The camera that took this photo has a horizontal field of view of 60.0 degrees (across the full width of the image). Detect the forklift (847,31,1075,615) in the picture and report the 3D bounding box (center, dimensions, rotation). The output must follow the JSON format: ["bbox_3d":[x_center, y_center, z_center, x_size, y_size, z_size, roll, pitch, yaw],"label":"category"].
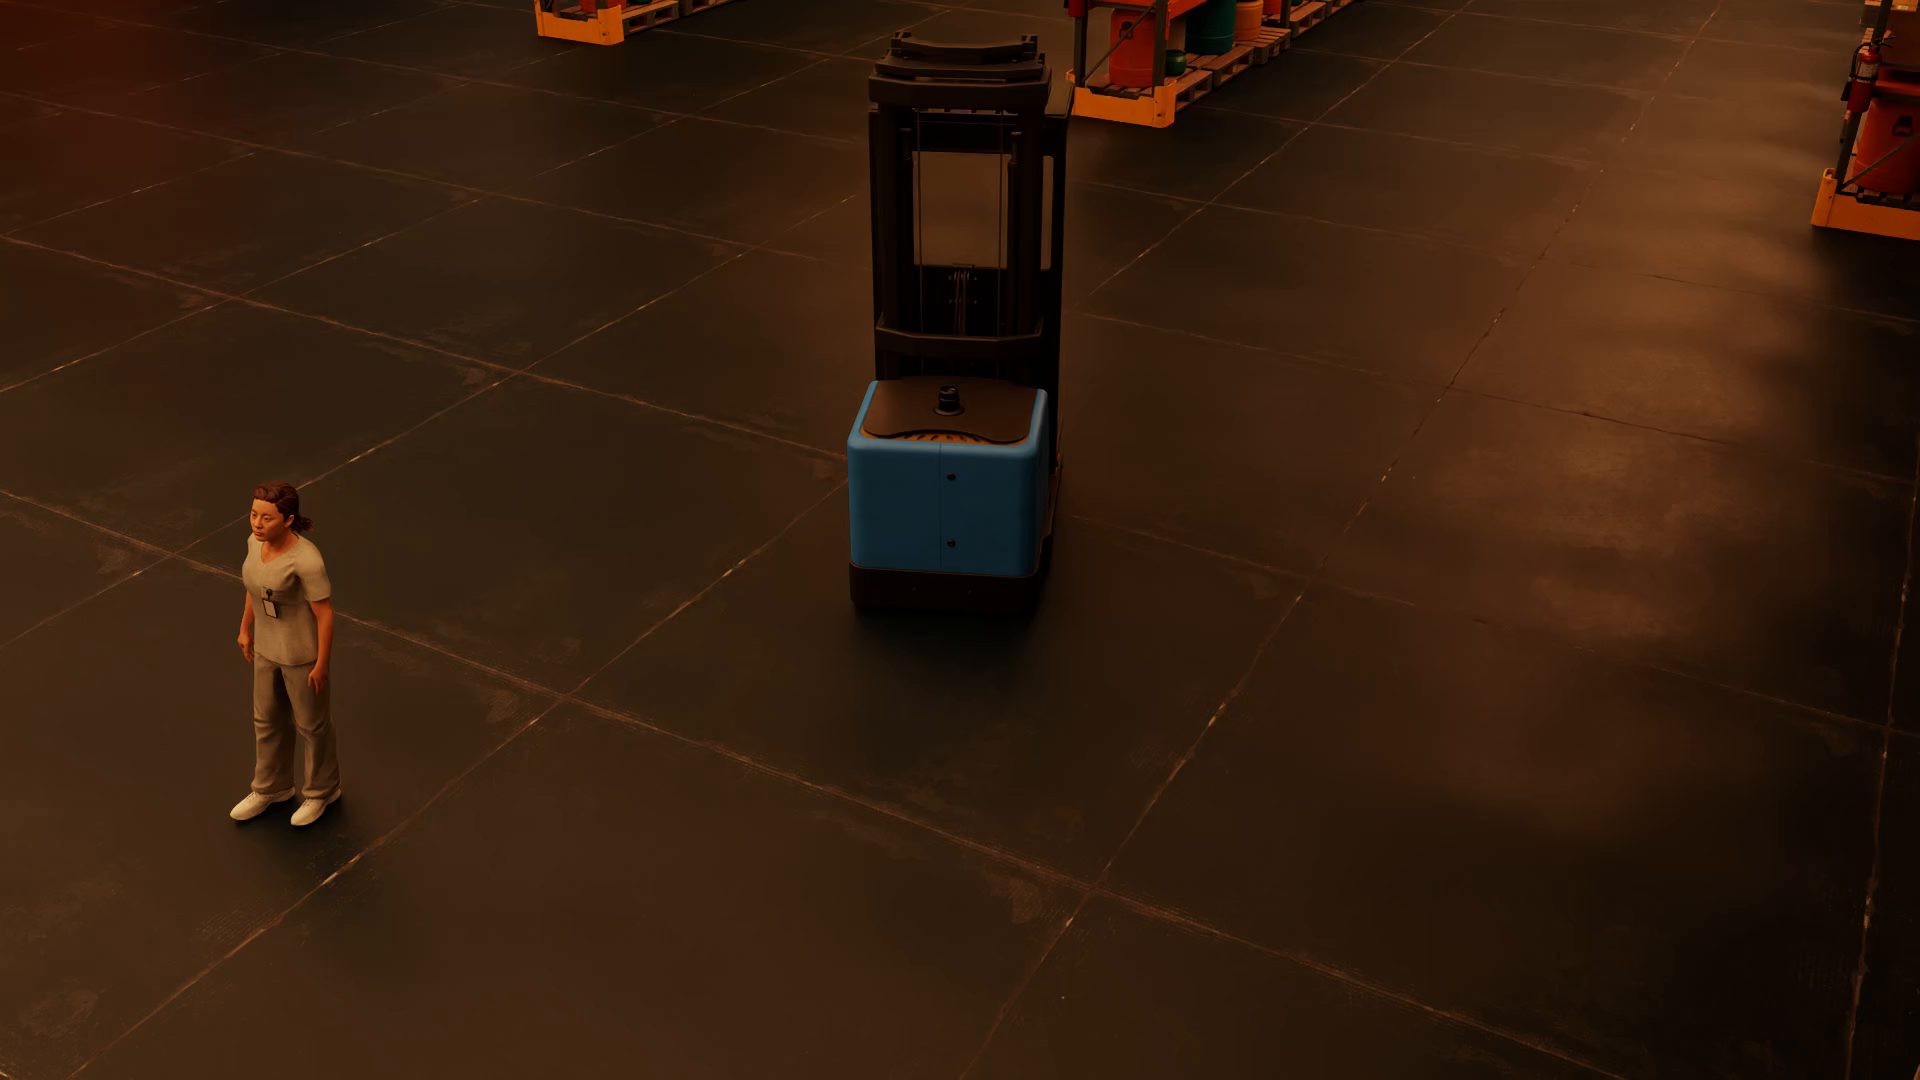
[{"bbox_3d":[0.072,-1.572,9.794,1.130,2.935,3.031,3,30,6],"label":"forklift"}]

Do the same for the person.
[{"bbox_3d":[-3.030,0.528,7.398,0.550,1.676,0.550,16,34,26],"label":"person"}]
